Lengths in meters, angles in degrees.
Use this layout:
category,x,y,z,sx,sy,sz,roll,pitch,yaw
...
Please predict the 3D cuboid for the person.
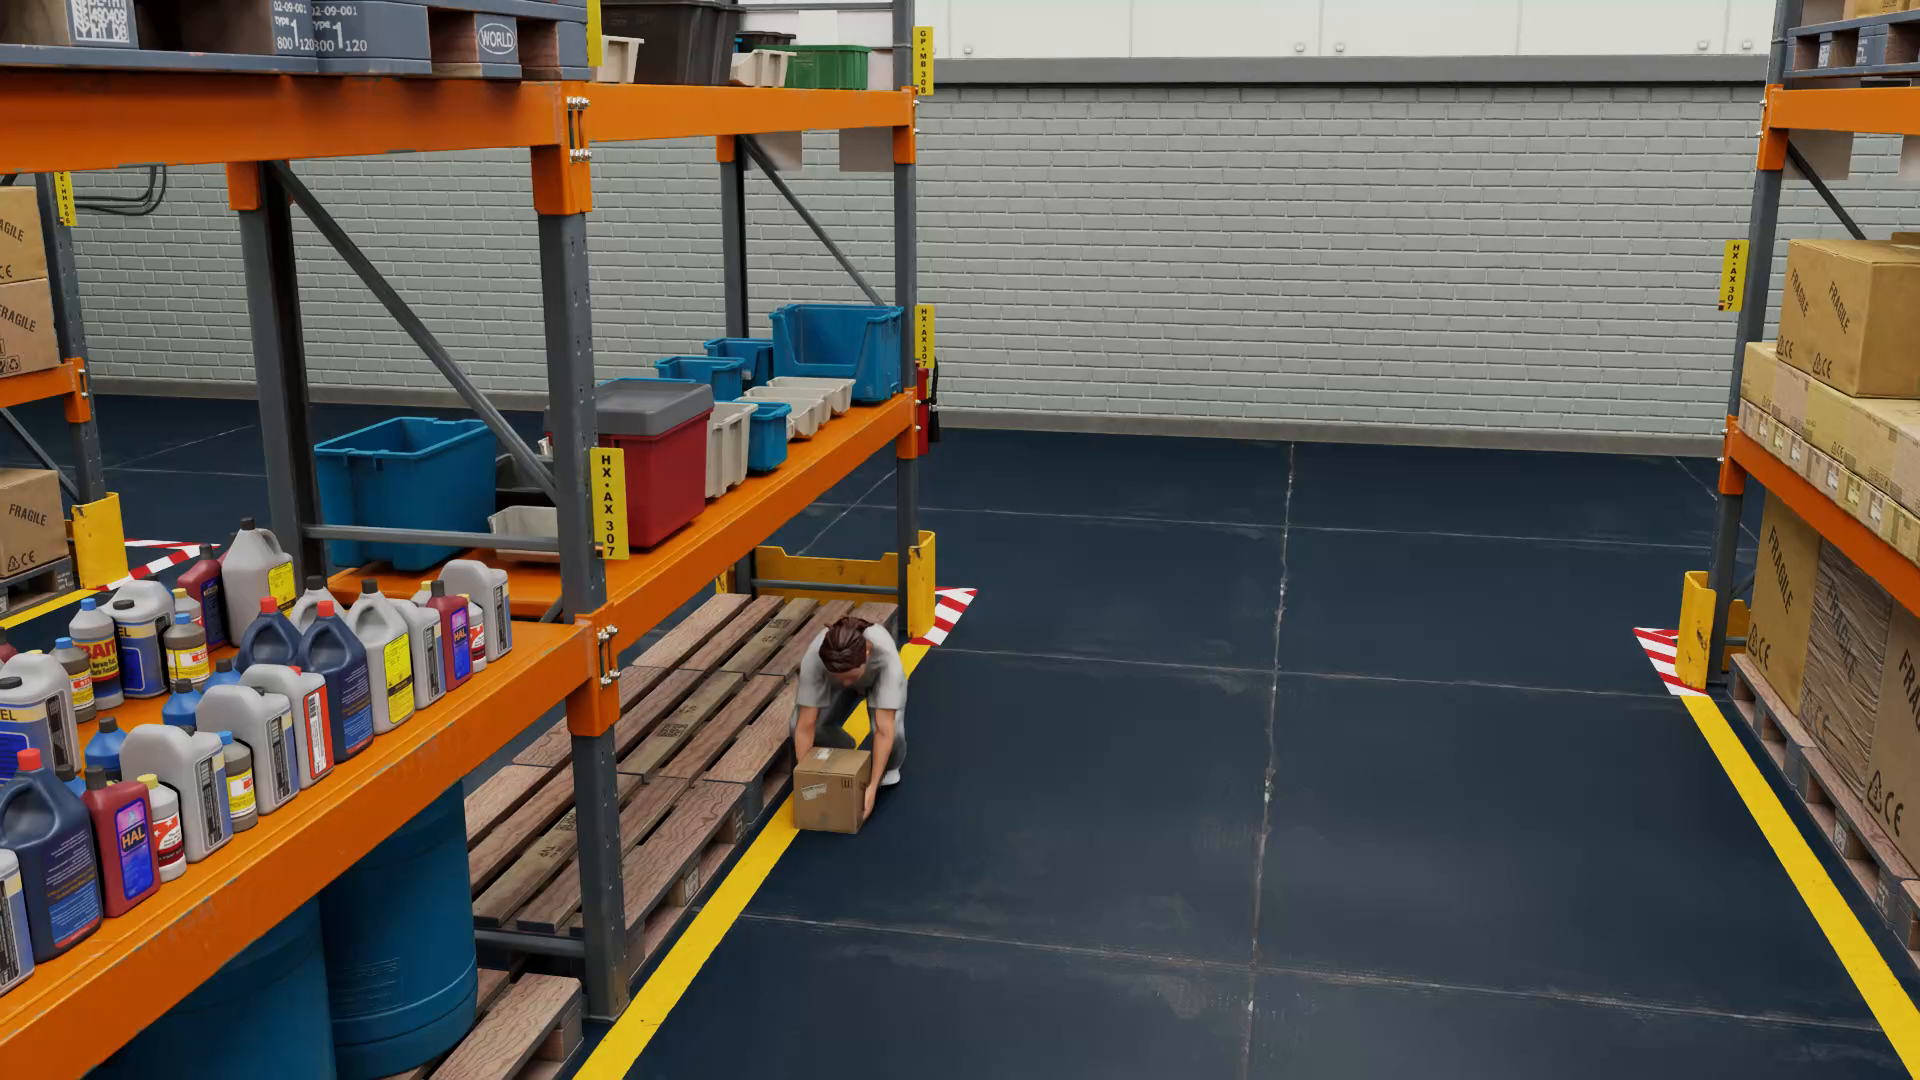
category,x,y,z,sx,sy,sz,roll,pitch,yaw
person,-0.439,0.643,6.807,0.478,0.804,0.803,3,15,11
